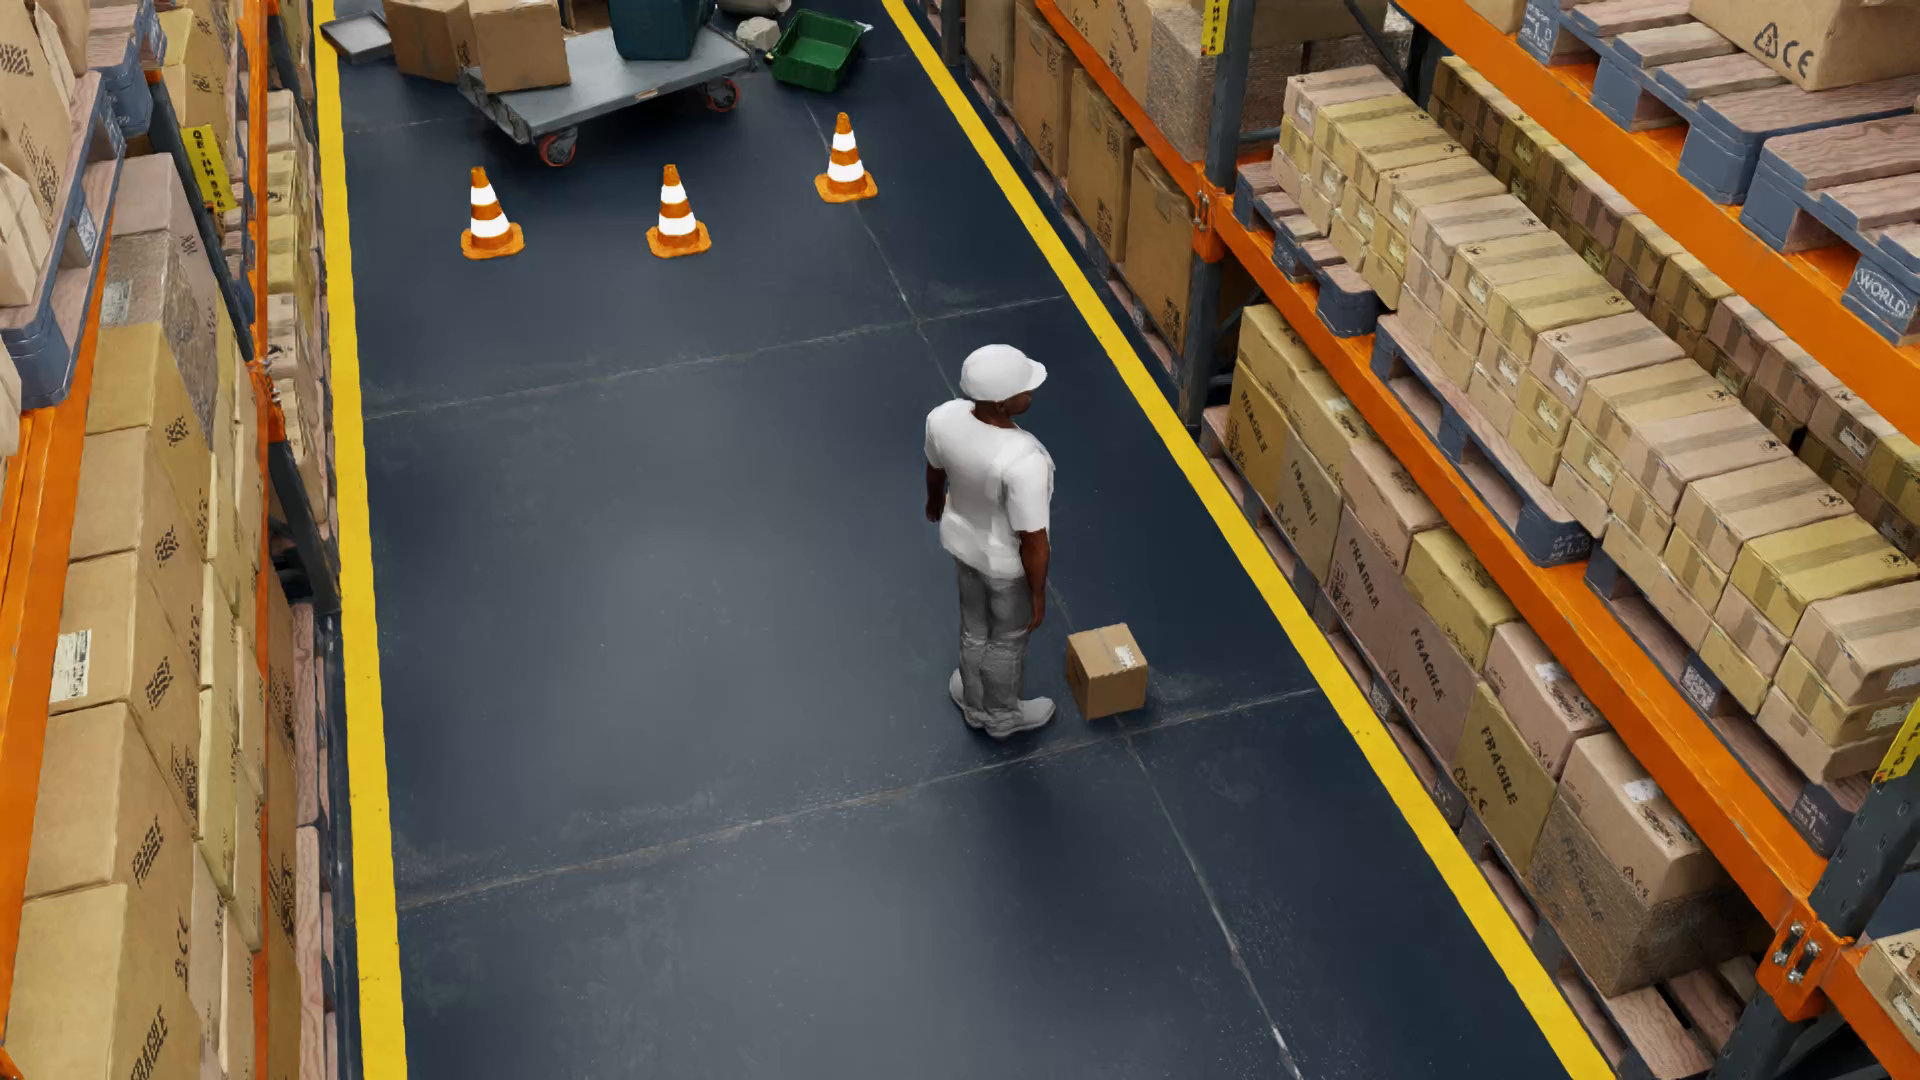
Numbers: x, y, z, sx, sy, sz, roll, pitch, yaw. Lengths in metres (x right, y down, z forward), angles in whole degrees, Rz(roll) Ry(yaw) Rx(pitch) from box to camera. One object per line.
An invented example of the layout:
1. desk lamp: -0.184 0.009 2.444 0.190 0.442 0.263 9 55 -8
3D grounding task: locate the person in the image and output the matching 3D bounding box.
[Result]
1. person: 0.105 -0.003 6.117 0.722 1.769 0.347 34 52 32
